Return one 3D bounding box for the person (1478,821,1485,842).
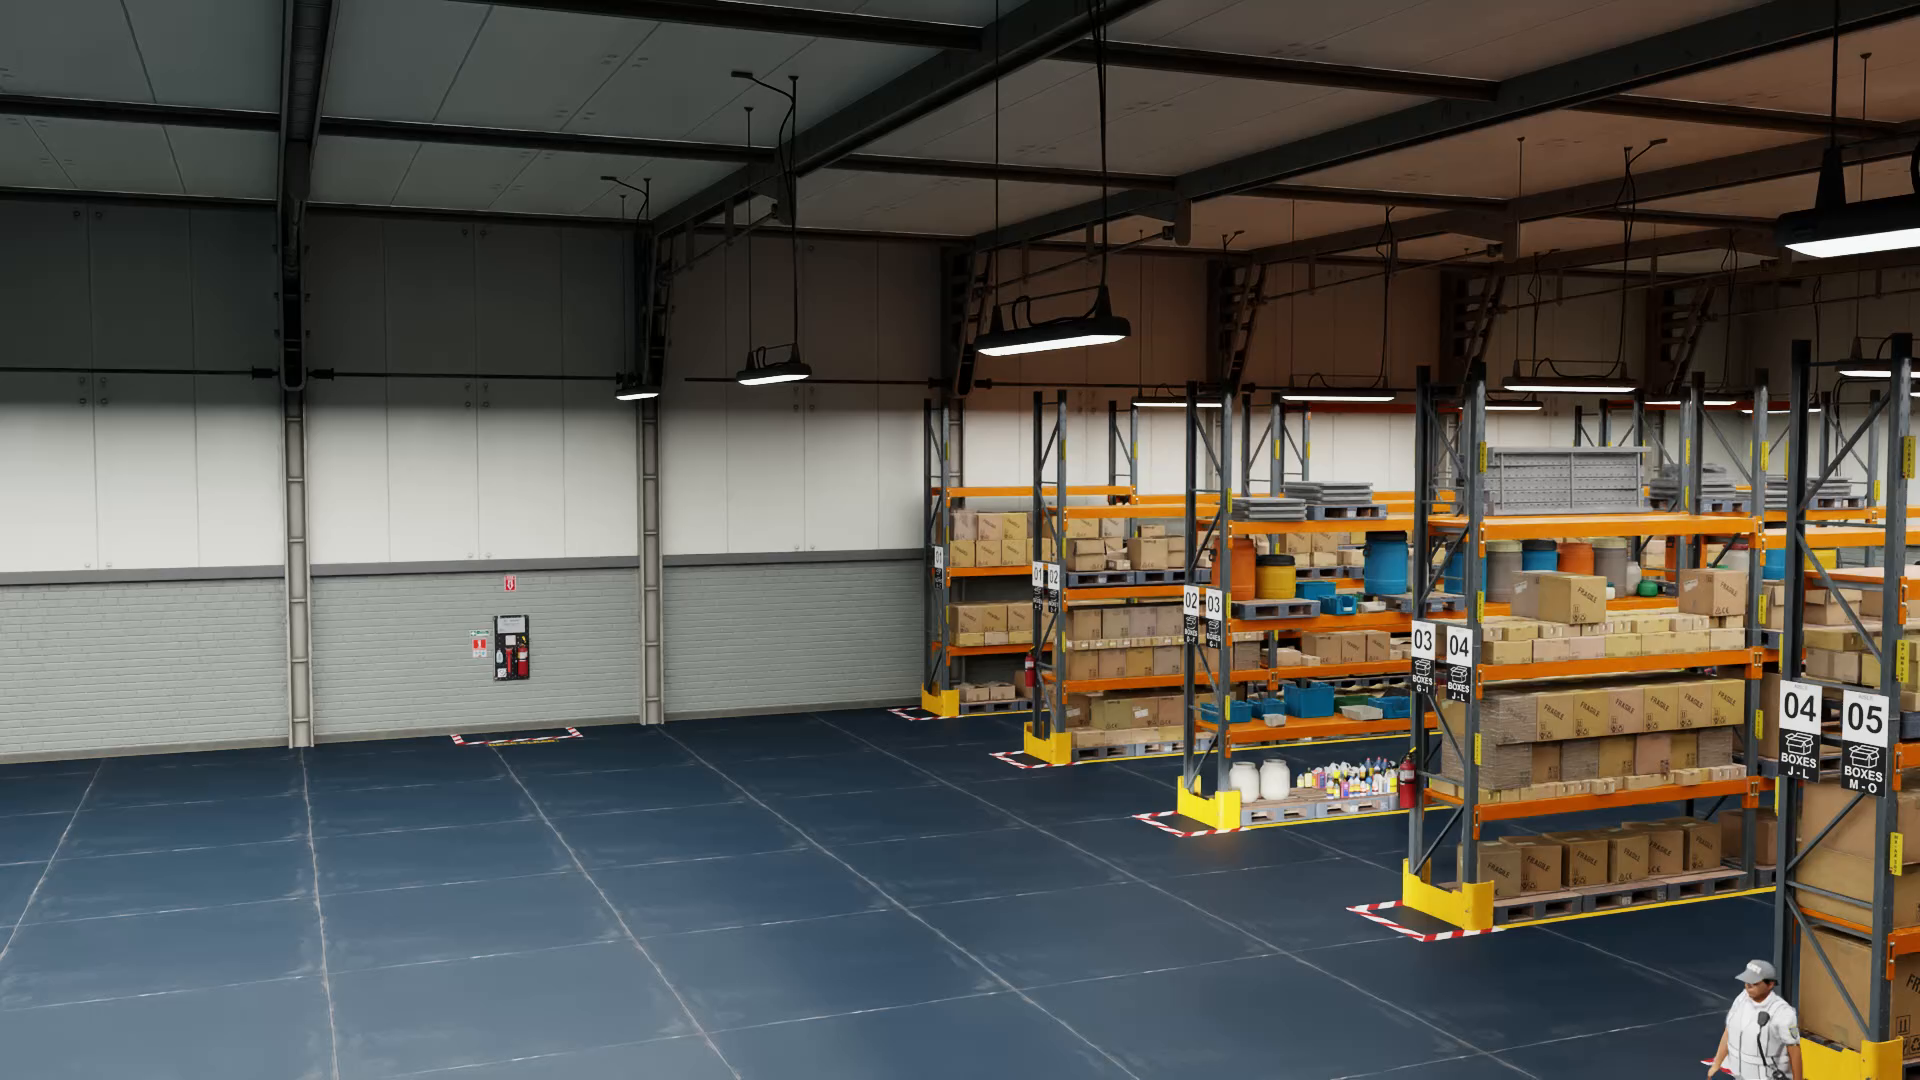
[{"bbox_3d":[6.444,3.064,20.579,0.529,1.790,0.537,-3,4,-41],"label":"person"}]

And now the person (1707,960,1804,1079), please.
[{"bbox_3d":[5.405,3.670,11.395,1.052,1.605,0.503,-1,4,-17],"label":"person"}]
